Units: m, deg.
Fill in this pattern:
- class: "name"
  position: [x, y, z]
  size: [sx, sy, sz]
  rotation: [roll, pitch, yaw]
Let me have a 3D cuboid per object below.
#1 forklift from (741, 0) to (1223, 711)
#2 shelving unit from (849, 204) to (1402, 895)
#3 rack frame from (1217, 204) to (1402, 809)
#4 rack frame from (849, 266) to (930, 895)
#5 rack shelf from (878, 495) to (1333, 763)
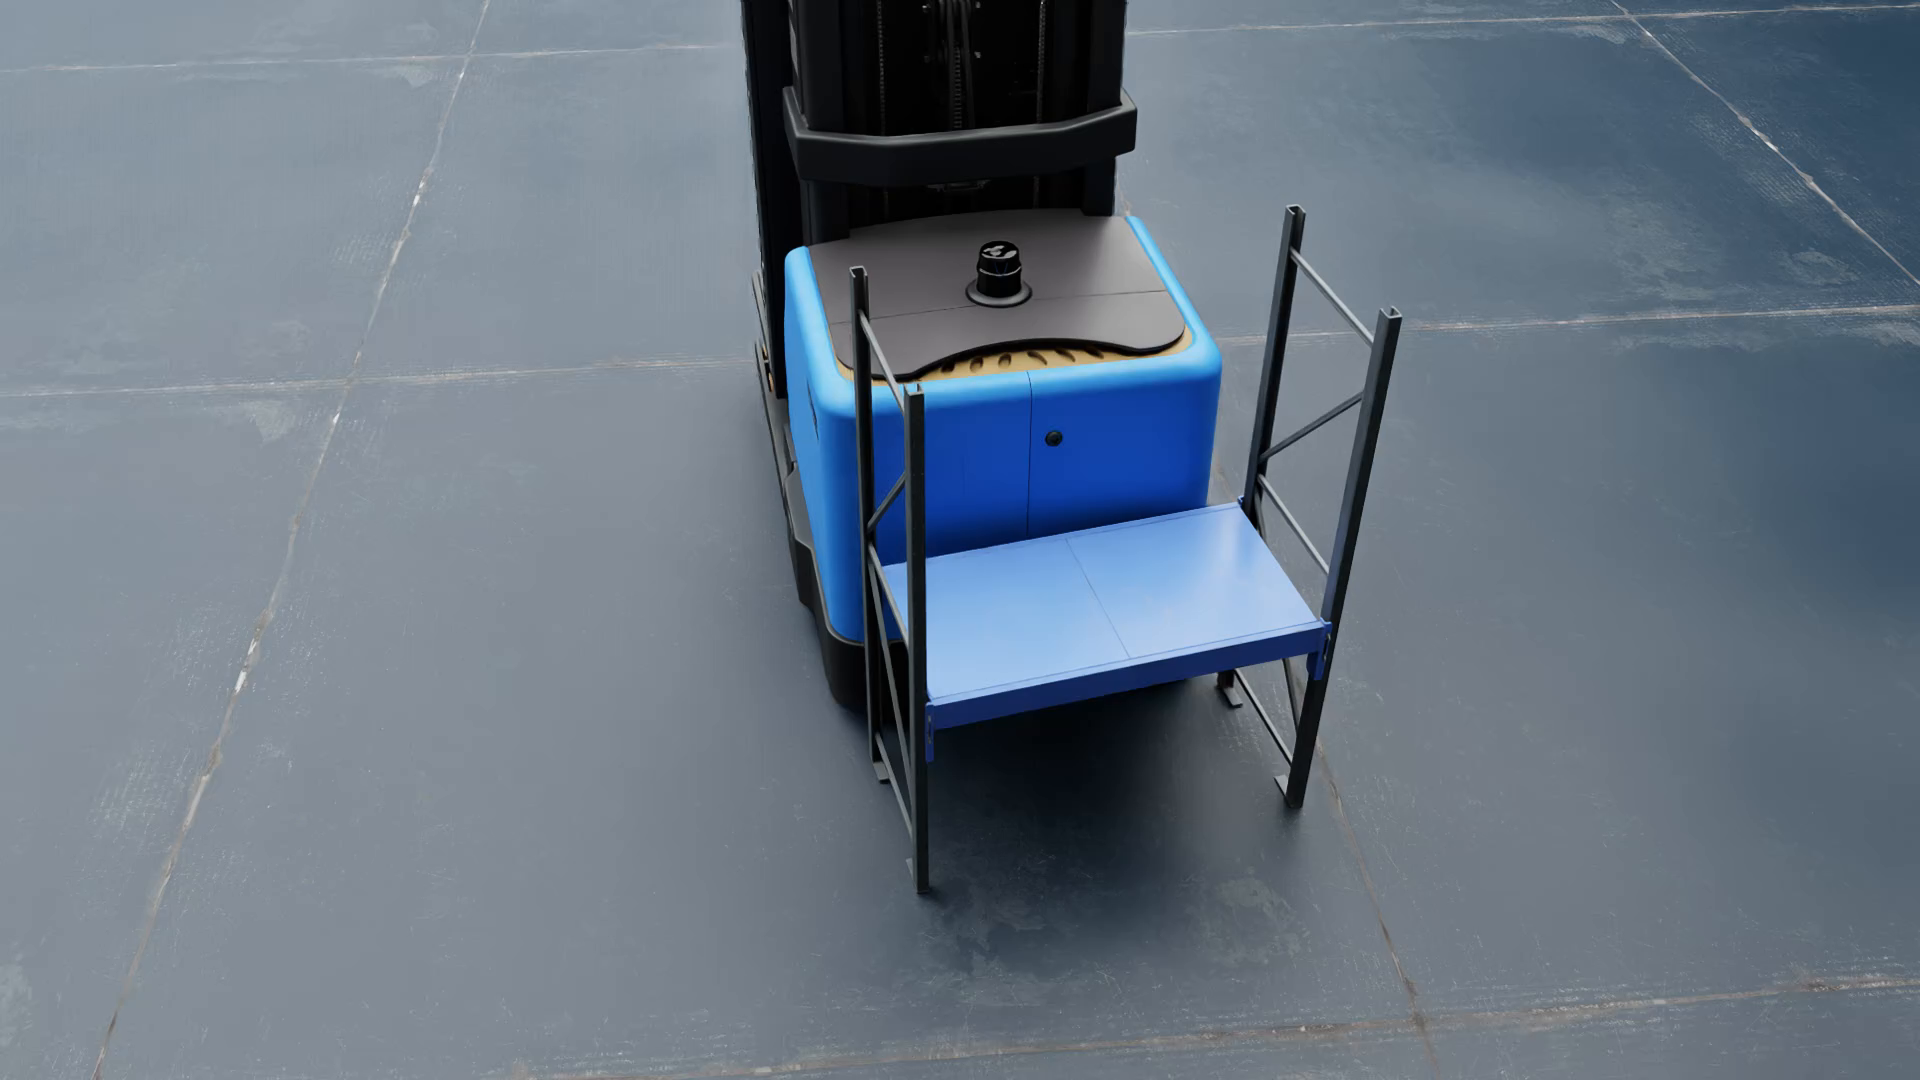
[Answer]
- class: "forklift"
  position: [-0.114, -1.598, 4.909]
  size: [1.130, 2.935, 3.031]
  rotation: [-7, 39, -9]
- class: "shelving unit"
  position: [0.331, 0.059, 3.956]
  size: [1.048, 1.500, 0.538]
  rotation: [-10, 41, -13]
- class: "rack frame"
  position: [0.819, -0.029, 4.068]
  size: [0.032, 1.500, 0.500]
  rotation: [-10, 41, -13]
- class: "rack frame"
  position: [-0.157, 0.147, 3.844]
  size: [0.032, 1.500, 0.500]
  rotation: [-10, 41, -13]
- class: "rack shelf"
  position: [0.330, 0.198, 4.070]
  size: [1.000, 0.185, 0.538]
  rotation: [-10, 41, -13]
